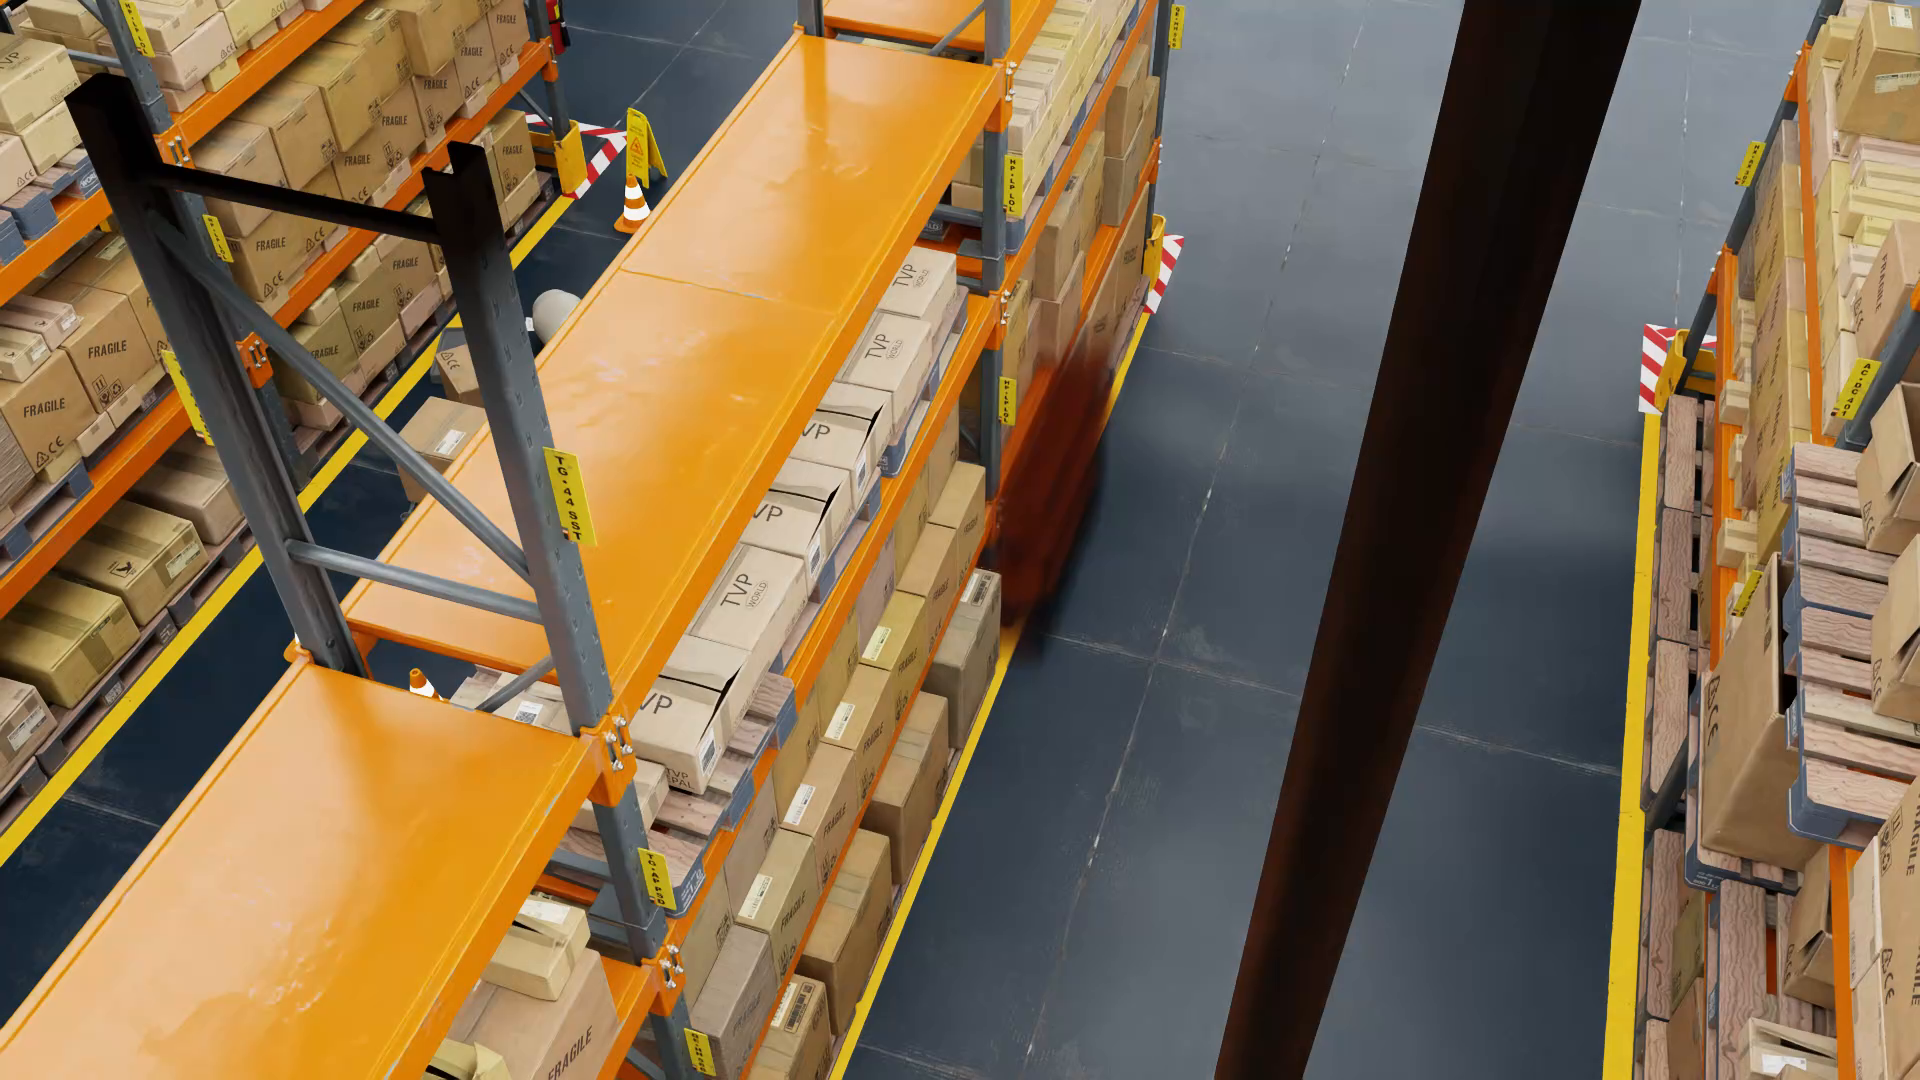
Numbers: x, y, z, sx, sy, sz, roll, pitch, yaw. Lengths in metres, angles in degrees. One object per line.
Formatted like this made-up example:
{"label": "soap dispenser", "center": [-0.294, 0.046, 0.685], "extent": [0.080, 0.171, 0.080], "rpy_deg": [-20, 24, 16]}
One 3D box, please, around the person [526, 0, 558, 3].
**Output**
{"label": "person", "center": [-4.020, -5.810, 15.559], "extent": [0.498, 1.801, 0.537], "rpy_deg": [0, 46, 0]}
